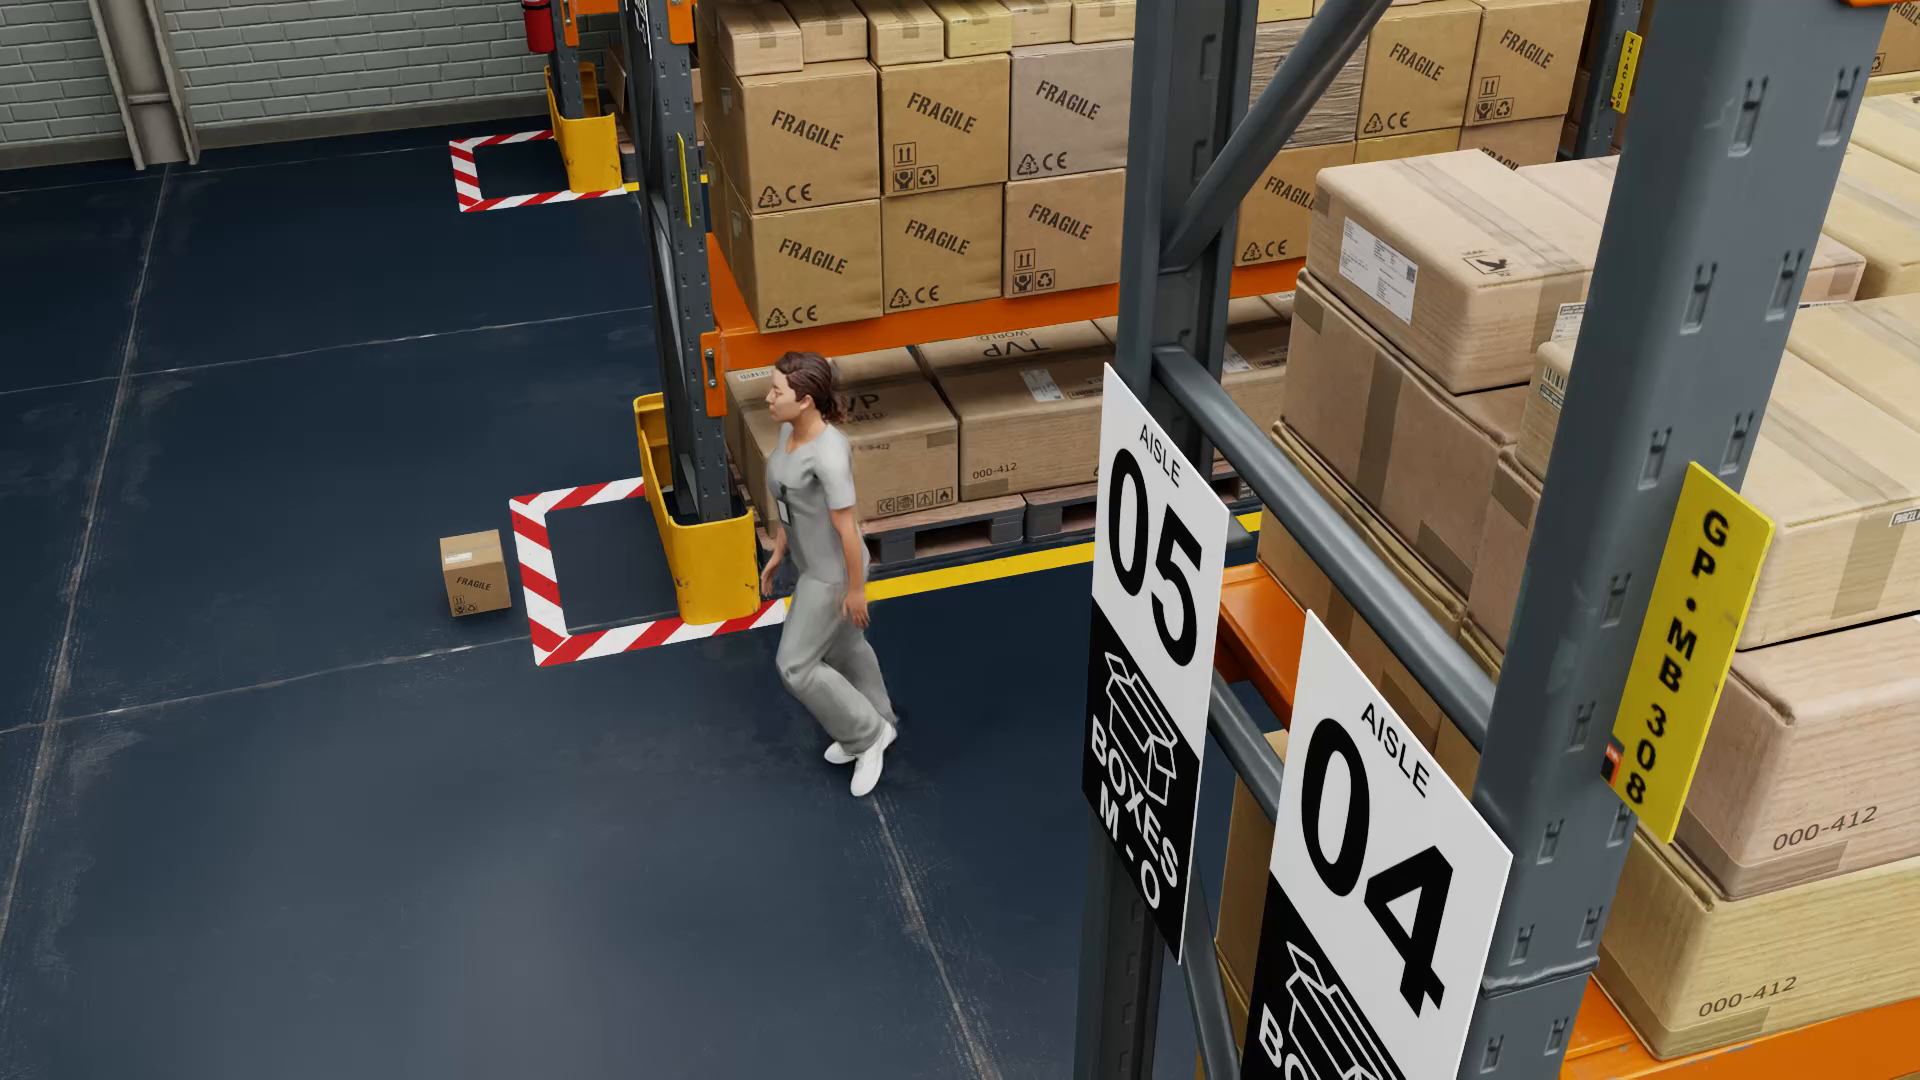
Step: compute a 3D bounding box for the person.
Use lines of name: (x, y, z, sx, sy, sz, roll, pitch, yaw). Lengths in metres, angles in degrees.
person: (-0.465, 0.129, 5.916, 0.480, 1.649, 0.613, -14, 36, -19)
